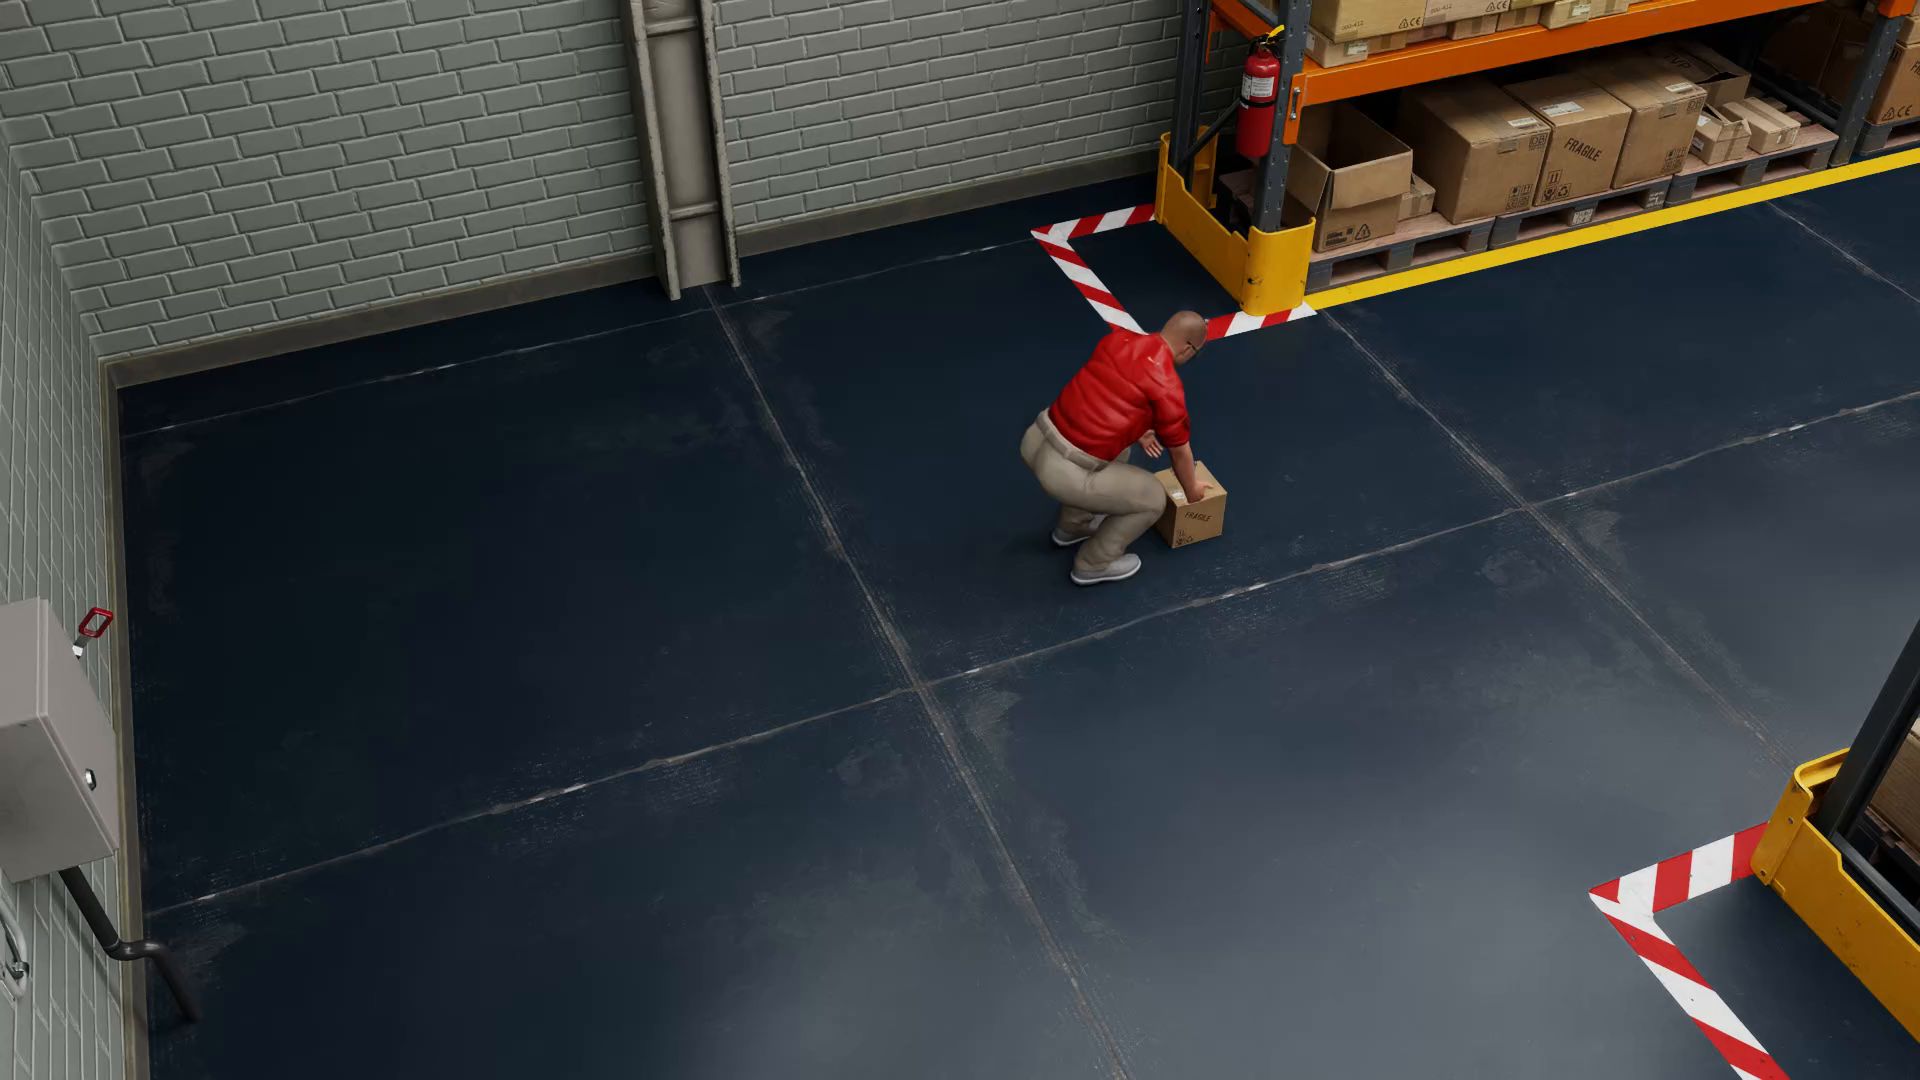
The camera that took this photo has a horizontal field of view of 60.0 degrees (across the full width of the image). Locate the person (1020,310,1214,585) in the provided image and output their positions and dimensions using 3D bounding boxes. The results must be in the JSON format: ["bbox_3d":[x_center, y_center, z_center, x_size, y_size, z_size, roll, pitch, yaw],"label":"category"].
[{"bbox_3d":[0.650,-0.408,7.080,0.823,1.142,0.577,-15,44,-17],"label":"person"}]
